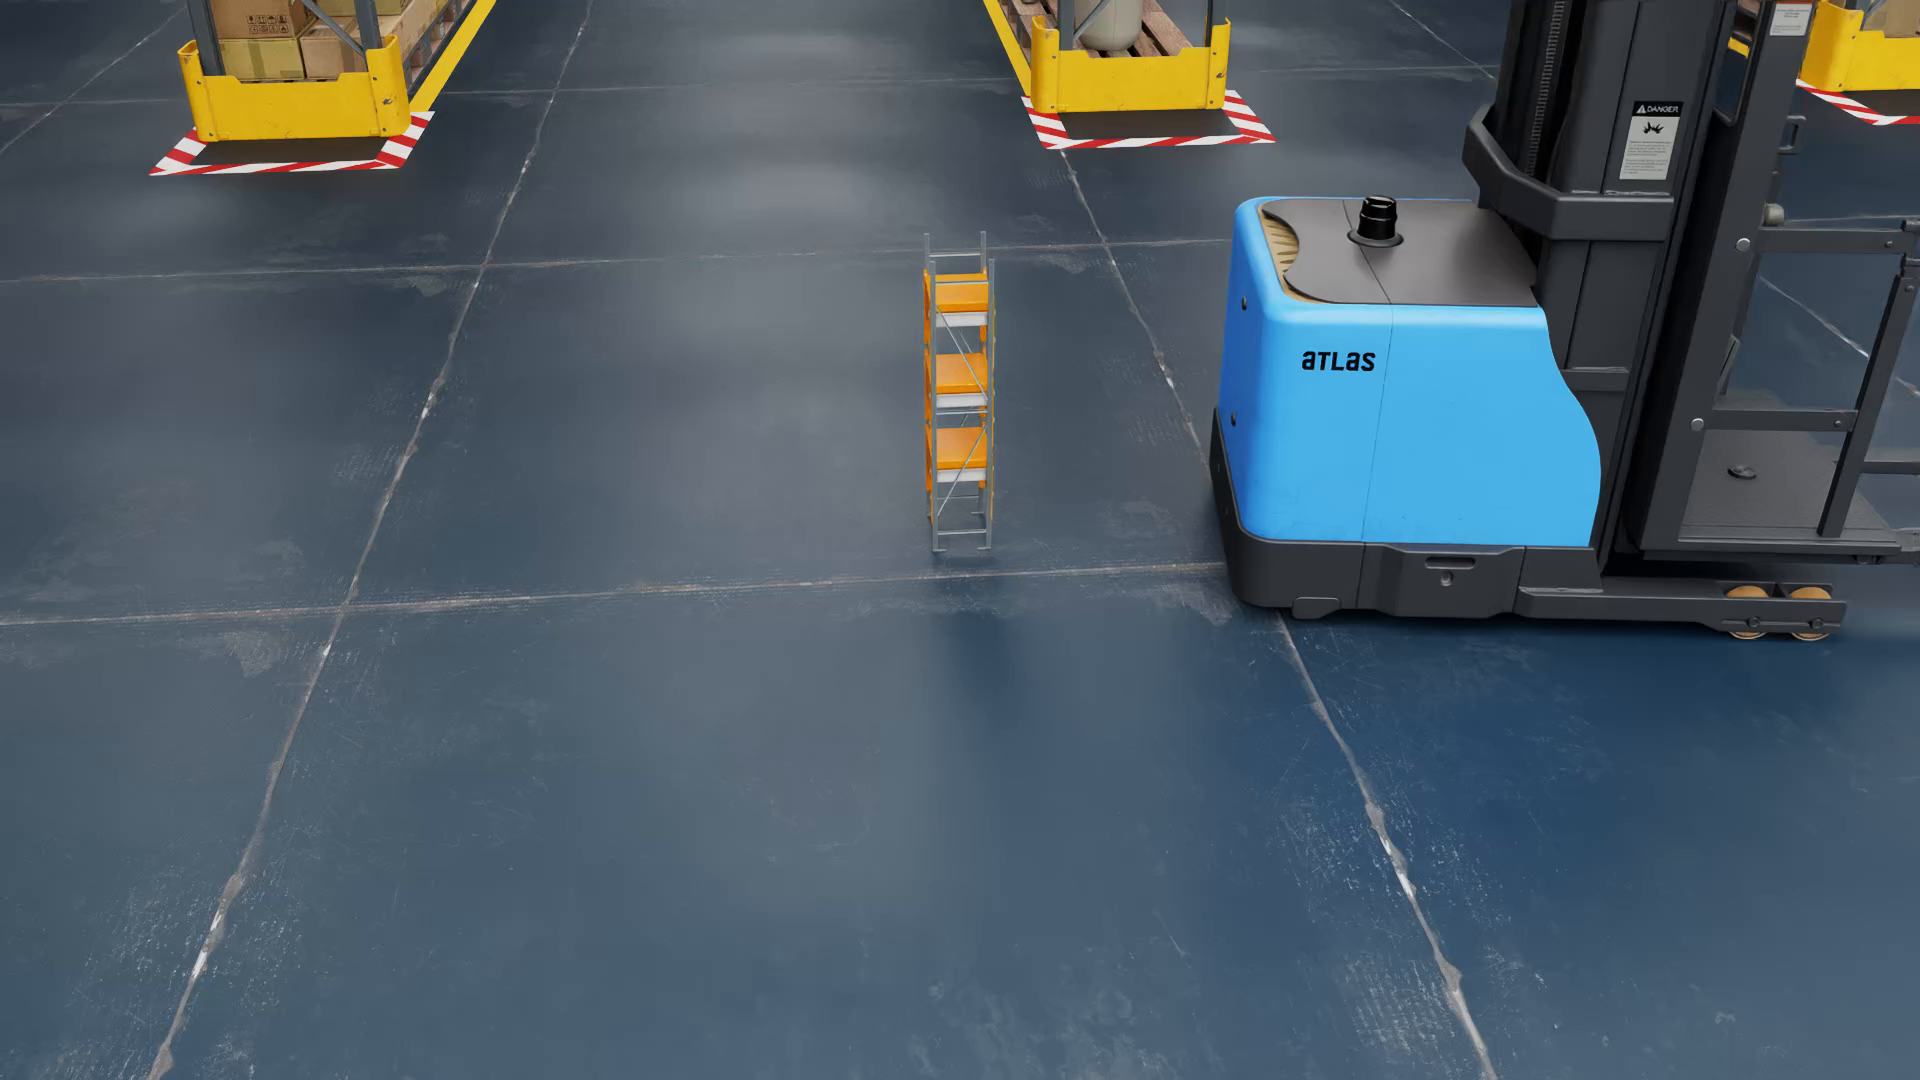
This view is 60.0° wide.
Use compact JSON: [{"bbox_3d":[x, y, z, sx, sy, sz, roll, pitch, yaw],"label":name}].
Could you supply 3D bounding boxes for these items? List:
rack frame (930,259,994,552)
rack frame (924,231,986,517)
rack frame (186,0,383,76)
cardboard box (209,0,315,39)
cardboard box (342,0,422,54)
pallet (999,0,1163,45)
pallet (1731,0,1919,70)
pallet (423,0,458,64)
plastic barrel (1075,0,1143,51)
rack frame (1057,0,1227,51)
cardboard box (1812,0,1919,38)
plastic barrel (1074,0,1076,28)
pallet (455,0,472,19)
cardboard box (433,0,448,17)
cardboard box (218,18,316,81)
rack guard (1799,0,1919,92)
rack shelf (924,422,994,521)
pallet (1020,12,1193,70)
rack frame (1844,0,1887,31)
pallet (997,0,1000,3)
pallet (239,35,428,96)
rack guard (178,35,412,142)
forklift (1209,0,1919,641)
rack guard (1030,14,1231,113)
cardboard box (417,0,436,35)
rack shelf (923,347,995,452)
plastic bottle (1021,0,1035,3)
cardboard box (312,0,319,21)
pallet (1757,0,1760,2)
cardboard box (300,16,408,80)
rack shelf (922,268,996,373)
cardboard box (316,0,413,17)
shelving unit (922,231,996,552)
[{"bbox_3d":[0.006,-0.416,5.422,0.200,1.050,0.008,-3,31,-5],"label":"rack frame"},{"bbox_3d":[-0.016,-0.540,5.631,0.200,1.050,0.008,-3,31,-5],"label":"rack frame"},{"bbox_3d":[-3.849,-3.714,9.042,1.000,3.000,0.127,-3,31,-5],"label":"rack frame"},{"bbox_3d":[-4.196,-3.295,9.882,0.500,0.500,0.500,-3,31,-5],"label":"cardboard box"},{"bbox_3d":[-3.728,-3.253,10.543,0.500,0.250,0.500,-3,31,-5],"label":"cardboard box"},{"bbox_3d":[0.848,-3.825,11.948,1.003,0.211,1.213,-3,31,-5],"label":"pallet"},{"bbox_3d":[5.966,-3.444,11.311,1.003,0.211,1.213,-3,31,-5],"label":"pallet"},{"bbox_3d":[-4.073,-3.526,11.448,1.003,0.211,1.213,-3,31,-5],"label":"pallet"},{"bbox_3d":[0.945,-3.394,10.523,0.421,0.512,0.421,0,31,0],"label":"plastic barrel"},{"bbox_3d":[1.083,-3.949,9.436,1.000,3.000,0.127,-3,31,-5],"label":"rack frame"},{"bbox_3d":[5.972,-3.613,10.902,0.500,0.500,0.500,3,31,5],"label":"cardboard box"},{"bbox_3d":[0.898,-3.650,10.951,0.421,0.512,0.421,0,31,0],"label":"plastic barrel"},{"bbox_3d":[-4.190,-4.151,12.493,1.003,0.211,1.213,-3,31,-5],"label":"pallet"},{"bbox_3d":[-3.816,-3.764,11.398,0.500,0.250,0.500,-3,31,-5],"label":"cardboard box"},{"bbox_3d":[-4.193,-2.973,10.074,0.500,0.250,0.500,-3,31,-5],"label":"cardboard box"},{"bbox_3d":[6.007,-3.152,10.540,1.175,0.500,0.348,-3,31,-5],"label":"rack guard"},{"bbox_3d":[-0.005,-0.230,5.674,0.215,0.259,0.240,-3,31,-5],"label":"rack shelf"},{"bbox_3d":[0.958,-3.203,10.907,1.003,0.211,1.213,-3,31,-5],"label":"pallet"},{"bbox_3d":[6.014,-4.186,9.834,1.000,3.000,0.127,-3,31,-5],"label":"rack frame"},{"bbox_3d":[0.730,-4.449,12.993,1.003,0.211,1.213,-3,31,-5],"label":"pallet"},{"bbox_3d":[-3.962,-2.905,10.408,1.003,0.211,1.213,-3,31,-5],"label":"pallet"},{"bbox_3d":[-3.847,-2.628,9.663,1.175,0.500,0.348,-3,31,-5],"label":"rack guard"},{"bbox_3d":[2.405,-1.222,4.938,3.031,2.935,1.130,1,31,2],"label":"forklift"},{"bbox_3d":[1.029,-2.912,10.138,1.175,0.500,0.348,-3,31,-5],"label":"rack guard"},{"bbox_3d":[-3.774,-3.508,10.970,0.500,0.250,0.500,-3,31,-5],"label":"cardboard box"},{"bbox_3d":[-0.005,-0.469,5.532,0.215,0.259,0.240,-3,31,-5],"label":"rack shelf"},{"bbox_3d":[0.475,-3.853,11.576,0.097,0.201,0.097,0,31,0],"label":"plastic bottle"},{"bbox_3d":[-4.252,-3.228,10.501,0.500,0.250,0.500,-3,31,-5],"label":"cardboard box"},{"bbox_3d":[5.856,-4.066,12.351,1.003,0.211,1.213,-3,31,-5],"label":"pallet"},{"bbox_3d":[-3.678,-2.998,10.116,0.500,0.250,0.500,-3,31,-5],"label":"cardboard box"},{"bbox_3d":[-0.005,-0.713,5.386,0.215,0.259,0.240,-3,31,-5],"label":"rack shelf"},{"bbox_3d":[-3.726,-3.575,10.351,0.500,0.500,0.500,-3,31,-5],"label":"cardboard box"},{"bbox_3d":[-0.005,-0.478,5.527,0.215,1.050,0.252,-3,31,-5],"label":"shelving unit"}]
